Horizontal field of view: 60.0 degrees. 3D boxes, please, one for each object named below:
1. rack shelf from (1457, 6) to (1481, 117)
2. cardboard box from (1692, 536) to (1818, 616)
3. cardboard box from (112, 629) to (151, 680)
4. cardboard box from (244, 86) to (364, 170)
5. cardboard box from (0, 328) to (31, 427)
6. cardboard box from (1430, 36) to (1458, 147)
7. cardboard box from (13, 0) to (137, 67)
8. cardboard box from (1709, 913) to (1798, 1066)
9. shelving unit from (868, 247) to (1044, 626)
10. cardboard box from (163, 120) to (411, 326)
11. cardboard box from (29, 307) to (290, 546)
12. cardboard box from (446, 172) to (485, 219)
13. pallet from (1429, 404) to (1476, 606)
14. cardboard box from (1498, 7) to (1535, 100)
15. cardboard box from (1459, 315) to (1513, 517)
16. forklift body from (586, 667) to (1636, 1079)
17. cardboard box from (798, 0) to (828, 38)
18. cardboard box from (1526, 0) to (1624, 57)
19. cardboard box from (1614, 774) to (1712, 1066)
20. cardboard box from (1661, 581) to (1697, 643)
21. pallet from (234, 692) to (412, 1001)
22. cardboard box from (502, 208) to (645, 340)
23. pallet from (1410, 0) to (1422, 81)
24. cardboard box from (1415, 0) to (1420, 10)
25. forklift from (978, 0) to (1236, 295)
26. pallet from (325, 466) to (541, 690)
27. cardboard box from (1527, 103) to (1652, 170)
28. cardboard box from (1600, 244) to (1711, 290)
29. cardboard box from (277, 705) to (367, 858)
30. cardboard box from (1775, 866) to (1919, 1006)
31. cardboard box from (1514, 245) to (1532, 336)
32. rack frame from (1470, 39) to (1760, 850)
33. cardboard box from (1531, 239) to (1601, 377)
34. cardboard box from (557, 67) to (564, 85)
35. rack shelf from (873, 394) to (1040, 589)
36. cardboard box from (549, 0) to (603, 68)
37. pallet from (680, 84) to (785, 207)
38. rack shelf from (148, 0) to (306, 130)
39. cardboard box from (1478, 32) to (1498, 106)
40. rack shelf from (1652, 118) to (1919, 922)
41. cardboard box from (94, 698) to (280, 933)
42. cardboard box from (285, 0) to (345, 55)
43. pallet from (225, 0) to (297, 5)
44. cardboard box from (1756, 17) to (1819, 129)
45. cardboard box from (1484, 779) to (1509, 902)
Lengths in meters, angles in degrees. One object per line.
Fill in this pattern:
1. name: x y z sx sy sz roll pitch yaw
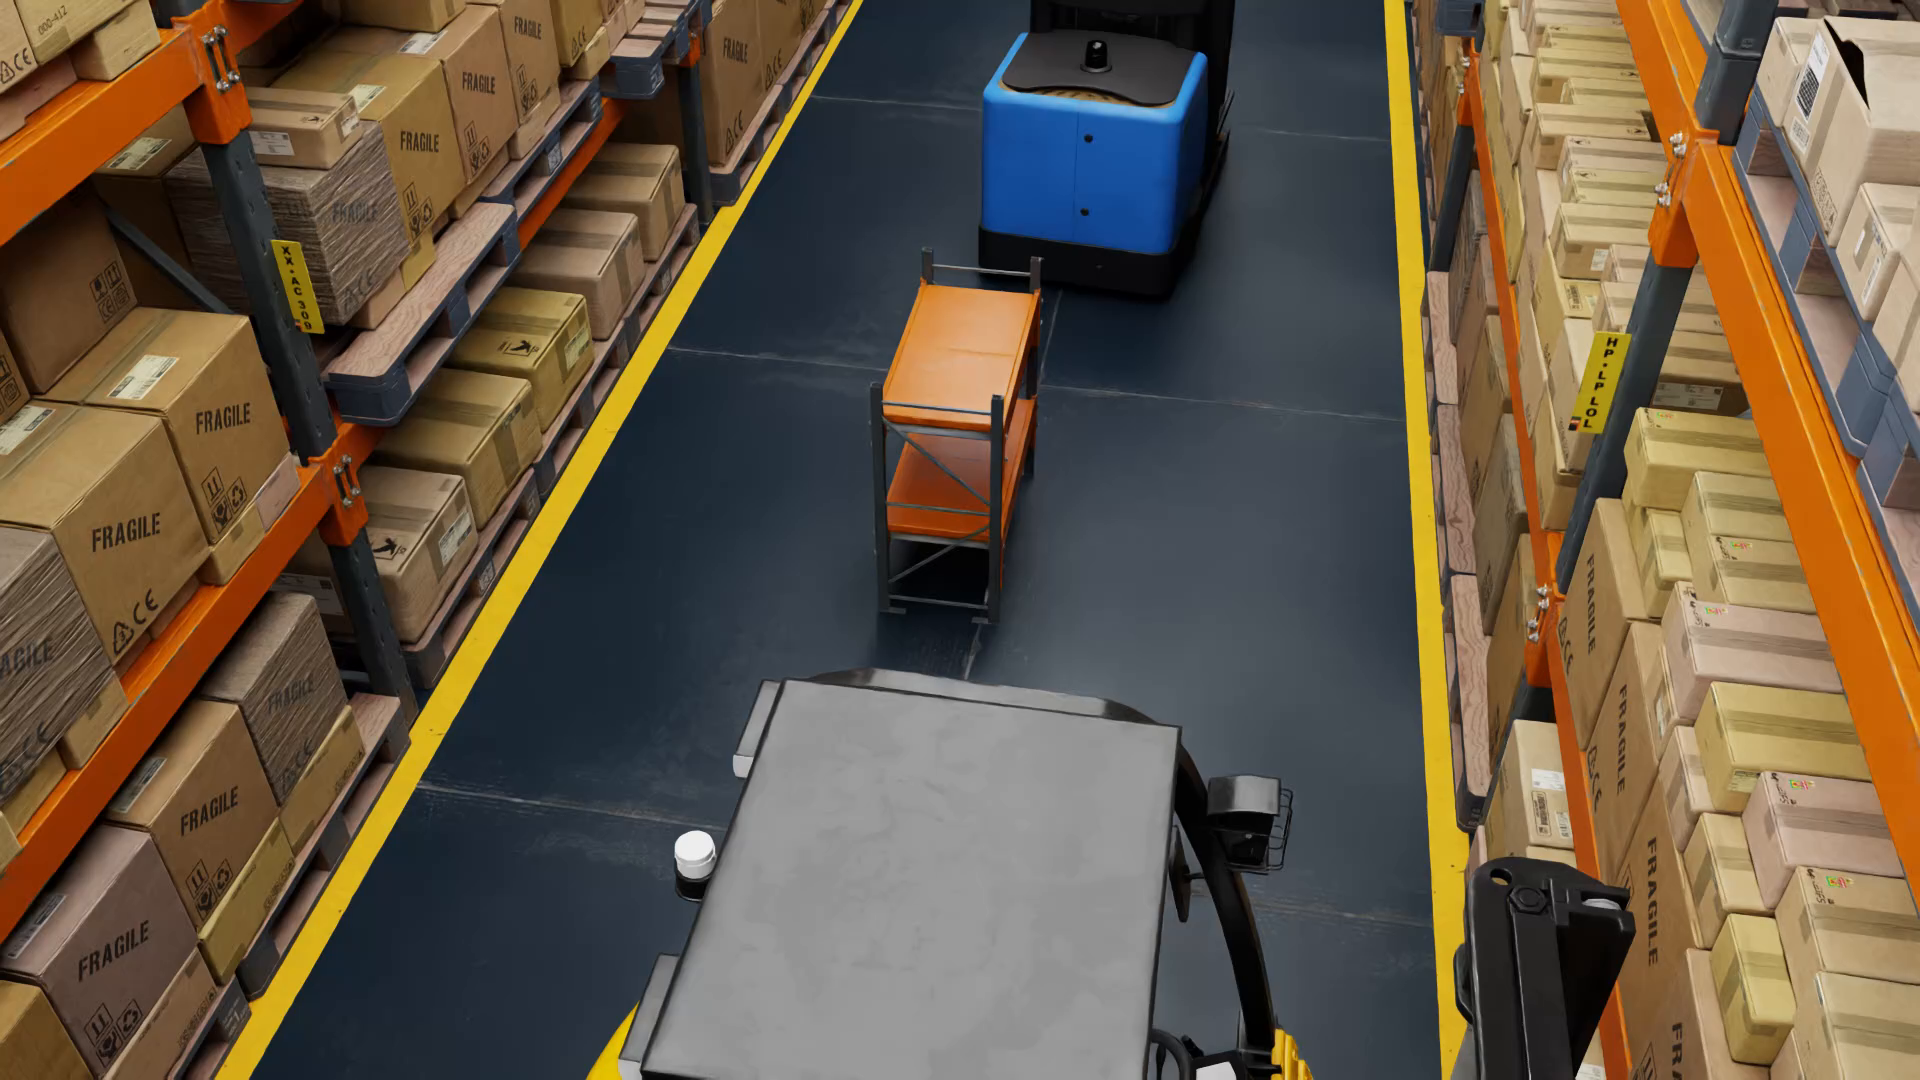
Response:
1. rack shelf: 3.334 -3.449 9.632 1.077 0.370 4.000 6 40 8
2. cardboard box: 1.957 0.139 3.907 0.380 0.149 0.250 6 40 7
3. cardboard box: -2.564 0.294 4.738 0.380 0.149 0.250 6 40 7
4. cardboard box: -2.164 -1.326 5.350 0.380 0.149 0.250 6 40 7
5. cardboard box: -2.993 -0.473 4.372 0.700 0.500 0.500 7 40 8
6. cardboard box: 3.034 -2.600 9.673 0.500 0.500 0.500 8 40 10
7. cardboard box: -2.405 -1.410 4.132 0.500 0.250 0.500 6 40 7
8. cardboard box: 1.694 0.890 3.231 0.380 0.149 0.250 6 40 7
9. shelving unit: 0.001 -0.438 6.897 0.538 1.125 1.048 6 40 8
10. cardboard box: -2.230 -1.083 5.564 0.500 0.500 0.500 7 40 9
11. cardboard box: -2.426 -0.352 5.010 0.500 0.500 0.500 5 40 7
12. cardboard box: -2.076 -1.381 6.434 0.380 0.149 0.250 7 40 8
13. pallet: 2.594 -0.120 7.230 1.003 0.211 1.213 6 40 8
14. cardboard box: 2.583 -2.040 7.089 0.500 0.250 0.500 8 40 9
15. cardboard box: 2.645 -0.494 7.027 0.875 0.625 0.625 5 40 6
16. forklift body: 0.135 1.486 3.765 2.313 2.155 1.214 6 40 8
17. cardboard box: -1.387 -3.903 10.955 0.875 0.875 0.875 7 40 9
18. cardboard box: 2.546 -2.094 6.842 0.380 0.149 0.250 7 40 8
19. cardboard box: 1.801 0.898 3.732 0.500 0.500 0.500 6 40 7
20. cardboard box: 1.921 0.252 4.004 0.380 0.149 0.250 6 40 8
21. pallet: -2.675 0.995 5.881 1.003 0.211 1.213 6 40 8
22. cardboard box: -2.129 -1.347 8.258 0.950 0.372 0.625 6 40 7
23. pallet: 3.577 -3.392 11.187 1.003 0.211 1.213 6 40 8
24. cardboard box: 3.375 -3.901 11.246 0.500 0.500 0.500 8 40 10
25. forklift: 0.992 -3.355 9.008 1.130 2.935 3.031 10 41 12
26. pallet: -2.461 0.081 6.987 1.003 0.211 1.213 6 40 8
27. cardboard box: 2.298 -1.468 6.084 0.380 0.149 0.250 5 40 6
28. cardboard box: 2.257 -0.799 5.275 0.380 0.149 0.250 6 40 8
29. cardboard box: -2.431 0.793 5.765 0.500 0.250 0.500 8 40 10
30. cardboard box: 1.778 0.780 3.132 0.380 0.149 0.250 7 40 8
31. cardboard box: 2.323 -0.872 6.068 0.500 0.250 0.500 7 40 8
32. rack frame: 2.296 0.040 4.848 1.000 3.000 0.127 6 40 8
33. cardboard box: 2.211 -0.755 5.535 0.500 0.250 0.500 5 40 7
34. cardboard box: -1.954 -2.034 7.224 0.380 0.149 0.250 7 40 8
35. rack shelf: 0.001 -0.249 7.053 0.538 0.278 1.000 6 40 8
36. cardboard box: -1.871 -2.372 7.124 0.500 0.500 0.500 4 40 5
37. pallet: -1.691 -2.427 10.020 1.003 0.211 1.213 6 40 8
38. rack shelf: -2.248 -2.639 6.299 1.077 0.370 4.000 6 40 8
39. cardboard box: 2.670 -2.161 7.628 0.500 0.250 0.500 7 40 8
40. rack shelf: 1.950 0.416 2.603 1.077 0.370 4.000 6 40 8
41. cardboard box: -2.518 0.824 5.139 0.500 0.500 0.500 7 40 8
42. cardboard box: -2.560 -1.770 6.395 0.500 0.500 0.500 8 40 9
43. pallet: -2.382 -1.965 5.065 1.213 0.211 1.003 6 40 8
44. cardboard box: 1.919 -0.972 3.506 0.380 0.149 0.250 7 40 9
45. cardboard box: 1.908 1.014 5.105 0.500 0.250 0.500 6 40 7
